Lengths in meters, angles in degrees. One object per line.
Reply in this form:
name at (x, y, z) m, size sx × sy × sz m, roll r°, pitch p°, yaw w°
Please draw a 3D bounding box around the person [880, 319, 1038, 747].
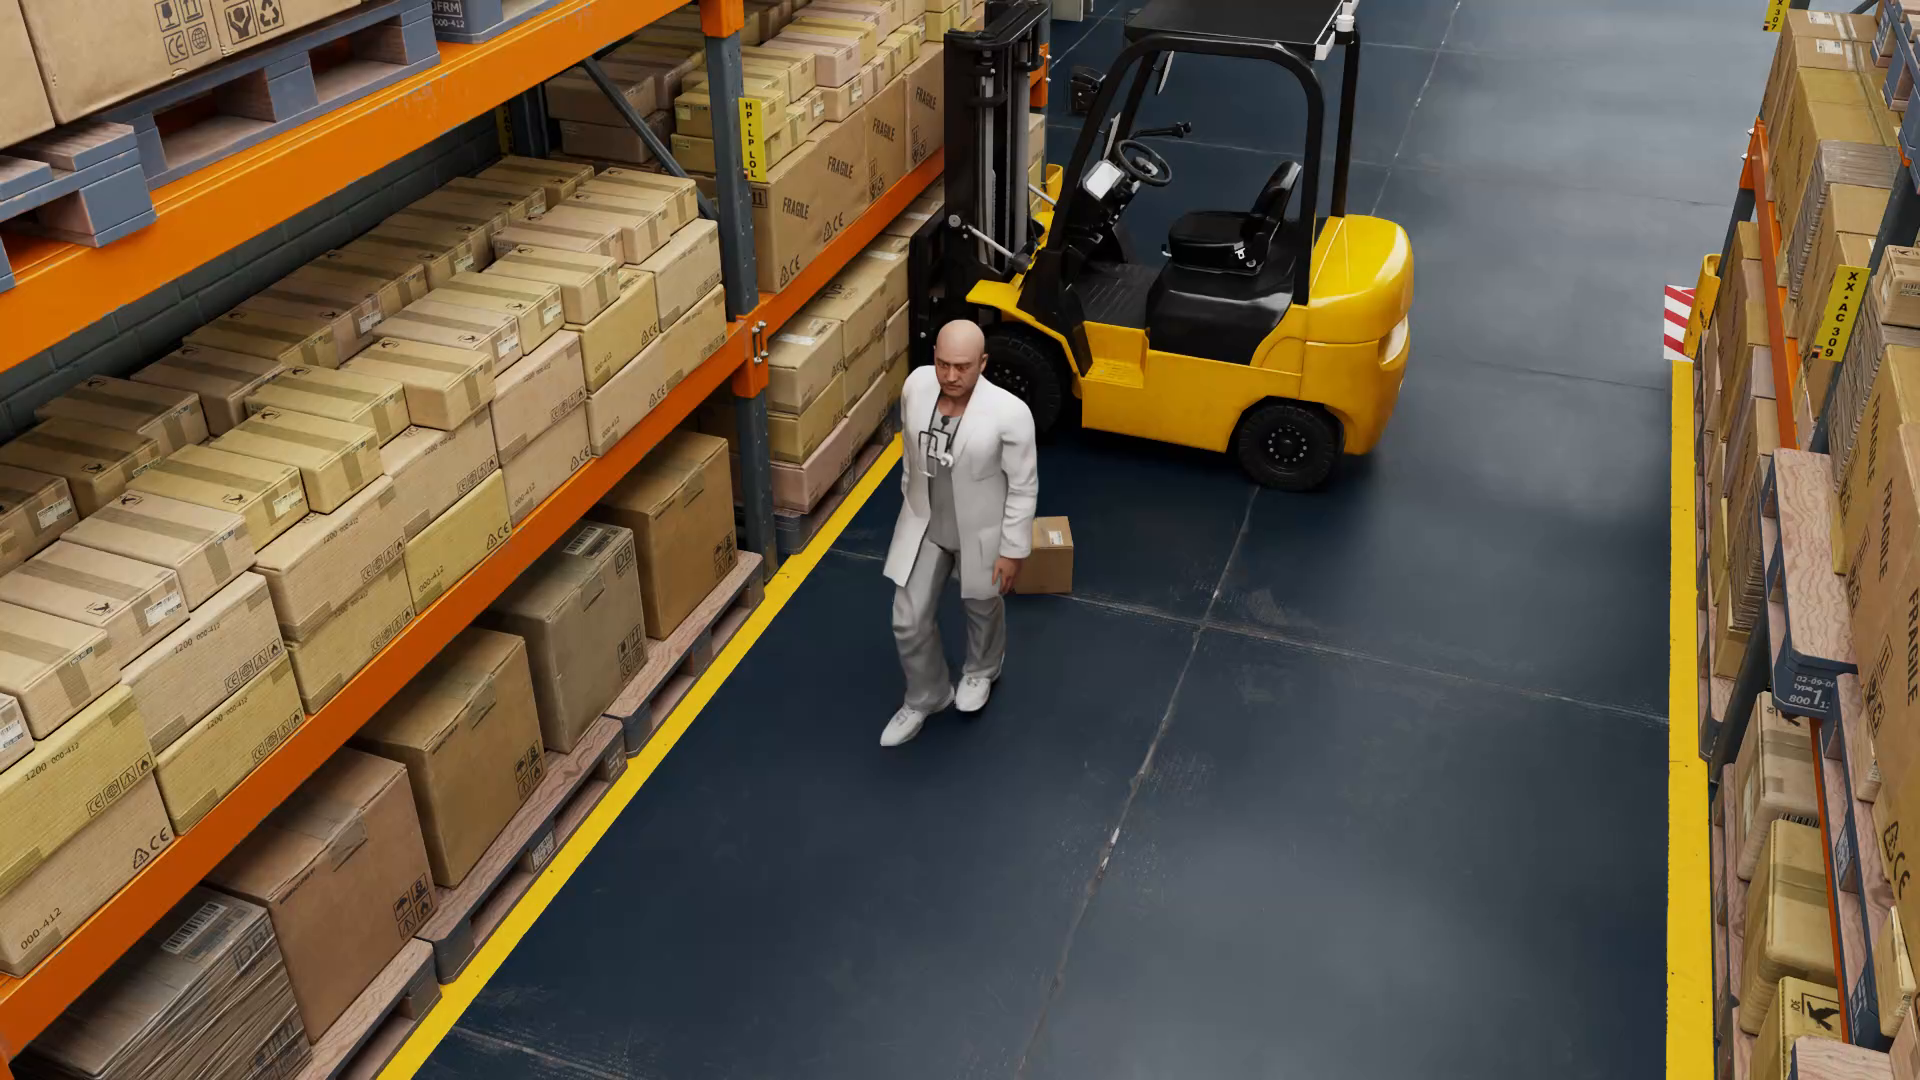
person at (0.023, -0.040, 6.227) m, size 0.608 × 1.809 × 0.621 m, roll 13°, pitch 35°, yaw 19°
